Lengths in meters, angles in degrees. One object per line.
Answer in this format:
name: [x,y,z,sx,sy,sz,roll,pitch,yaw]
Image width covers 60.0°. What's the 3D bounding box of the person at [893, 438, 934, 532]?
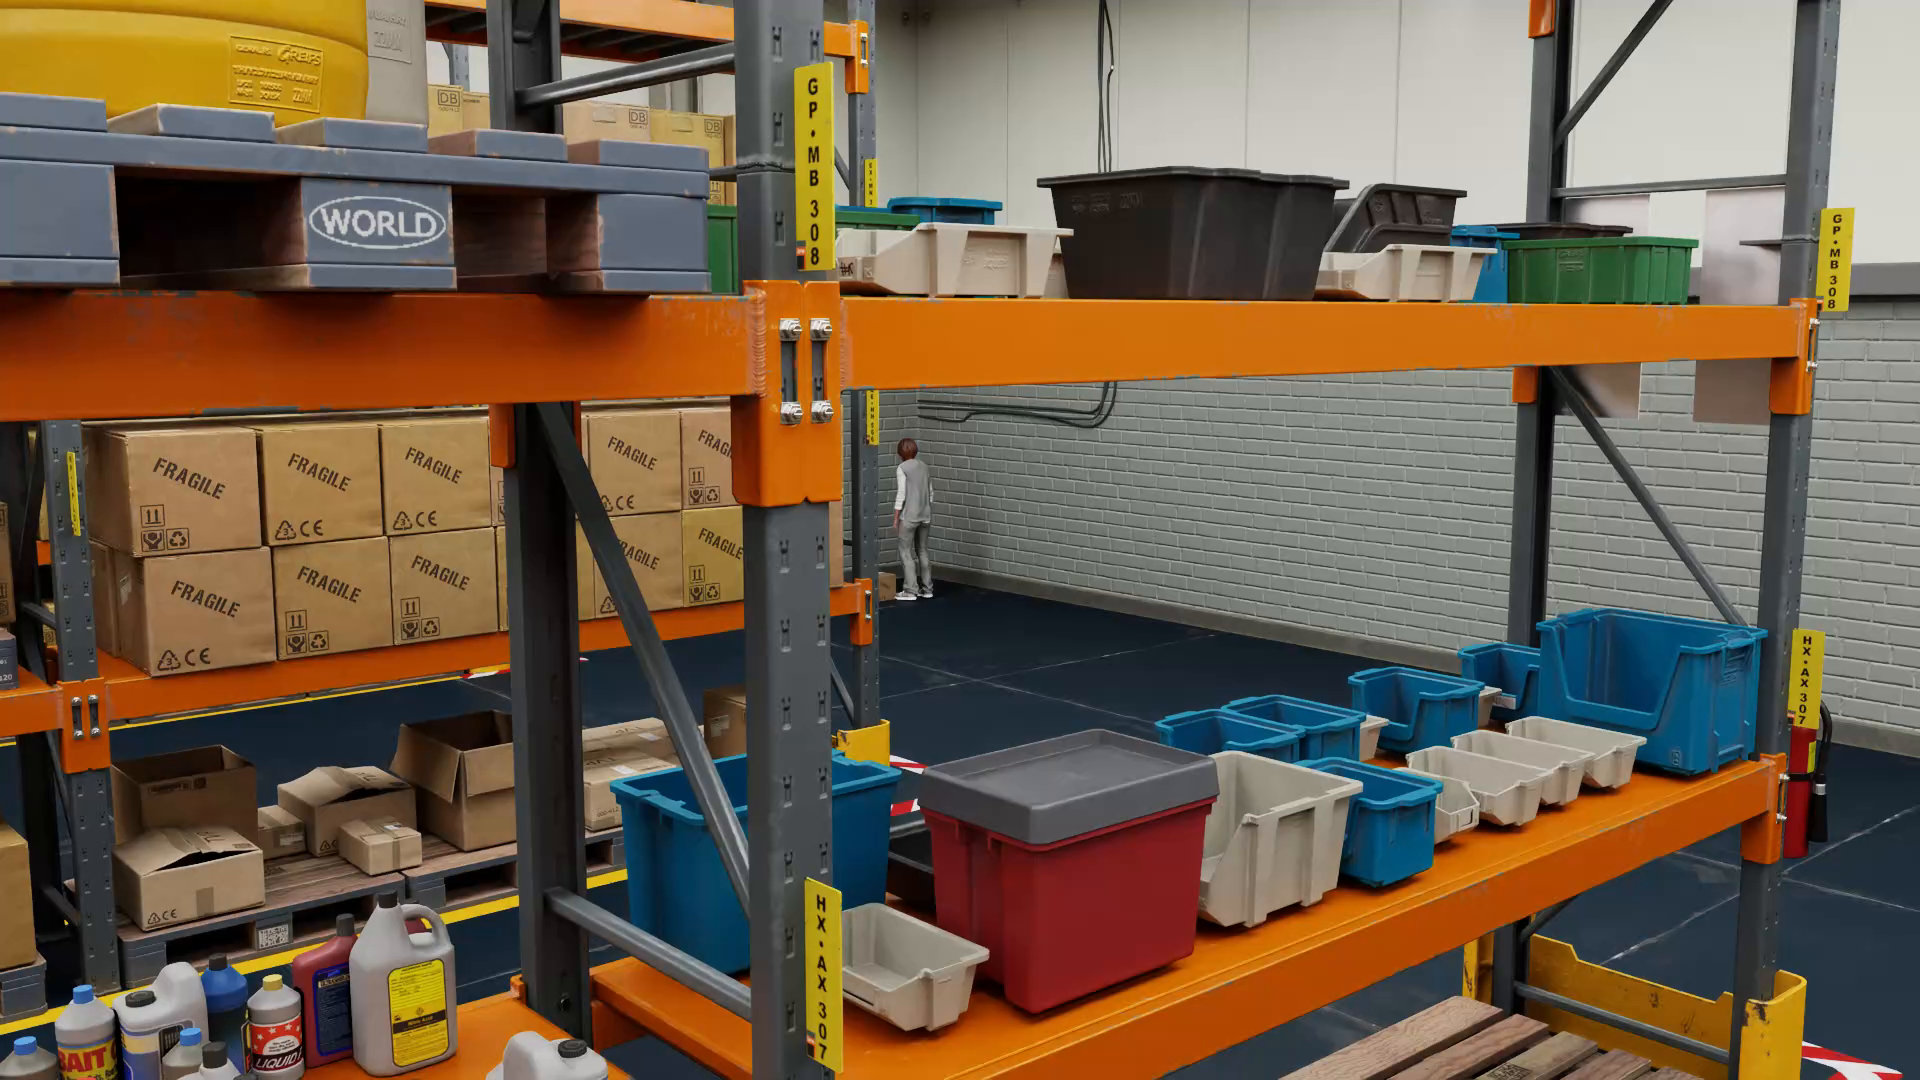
person: [-0.468,-0.535,16.321,0.461,0.891,0.333,-7,10,-41]
